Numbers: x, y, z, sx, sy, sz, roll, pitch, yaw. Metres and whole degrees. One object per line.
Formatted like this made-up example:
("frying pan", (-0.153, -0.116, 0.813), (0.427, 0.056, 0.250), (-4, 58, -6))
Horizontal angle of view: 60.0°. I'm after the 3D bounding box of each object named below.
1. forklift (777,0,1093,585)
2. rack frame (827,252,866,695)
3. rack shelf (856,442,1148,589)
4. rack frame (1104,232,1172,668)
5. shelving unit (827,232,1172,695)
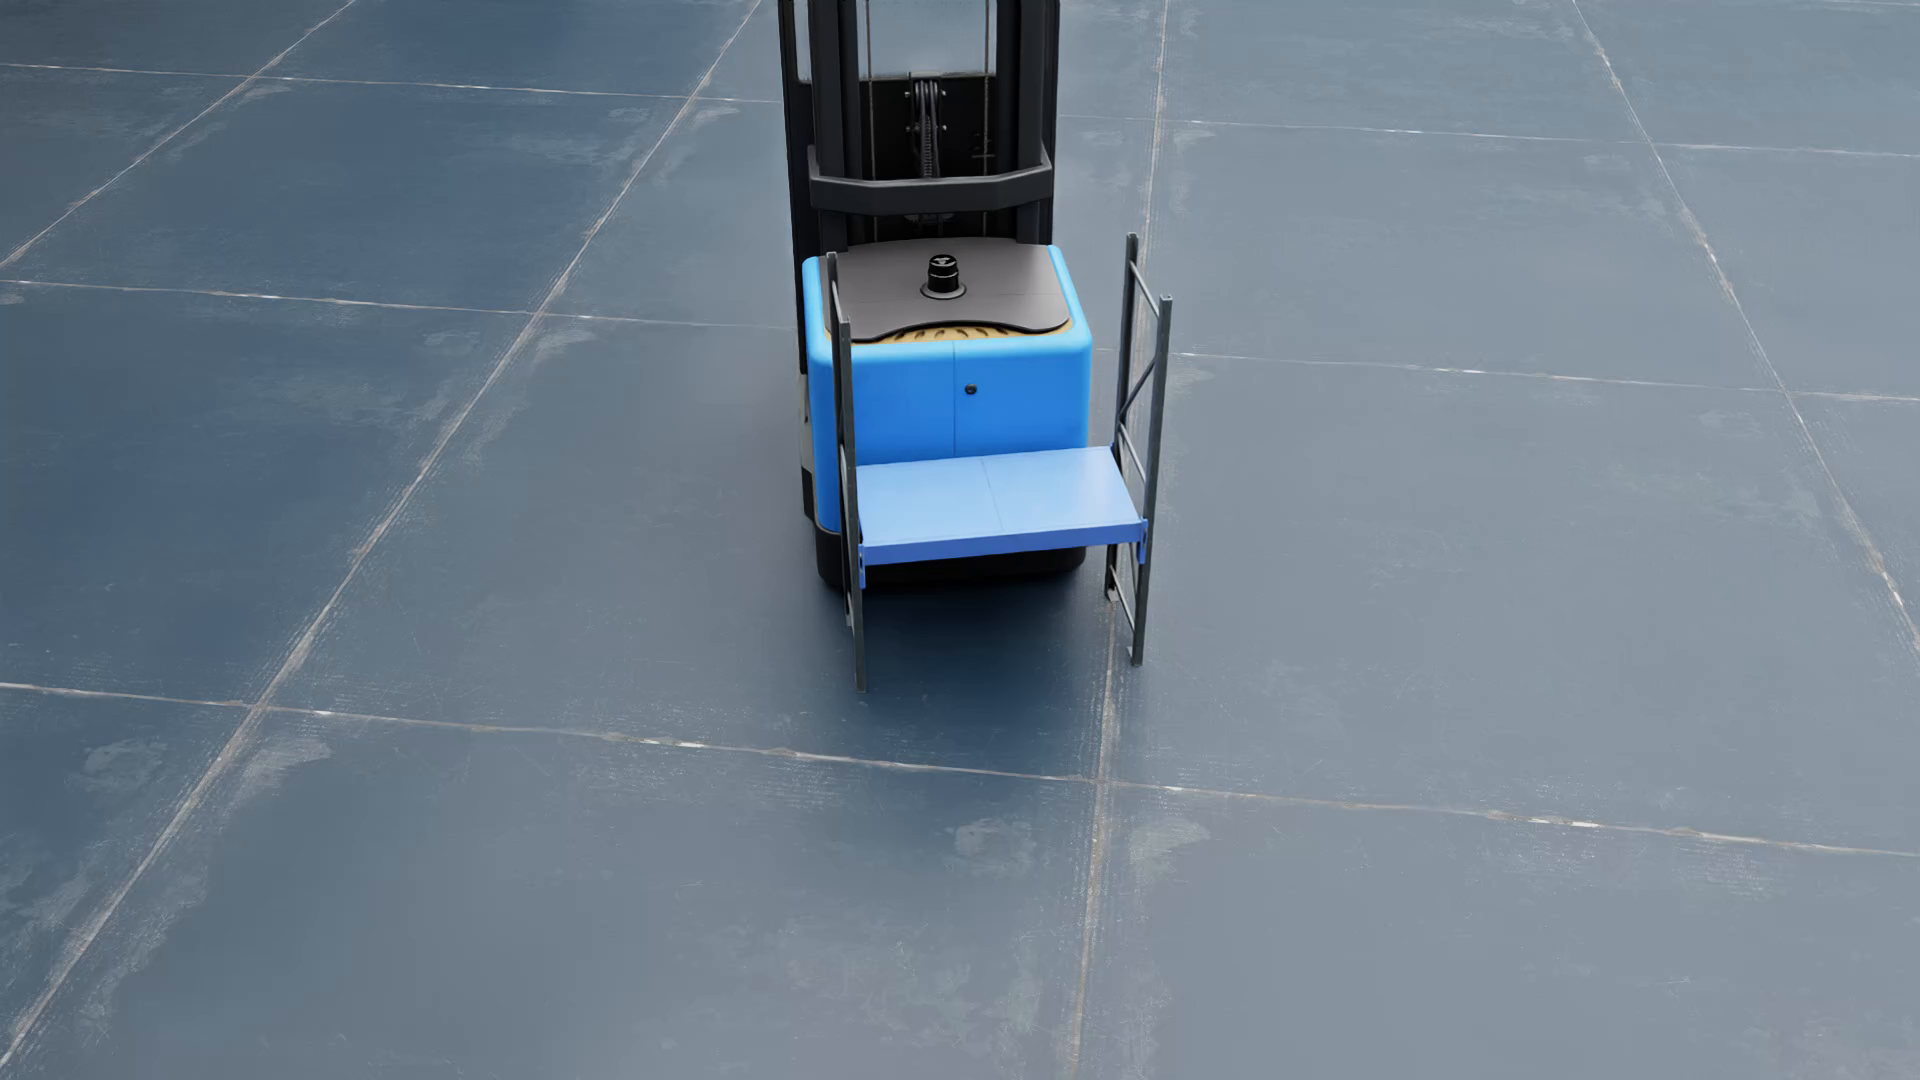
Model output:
("forklift", (-0.185, -1.861, 6.834), (1.130, 2.935, 3.031), (-4, 36, -5))
("rack frame", (-0.389, -0.199, 5.738), (0.032, 1.500, 0.500), (-5, 36, -7))
("rack shelf", (0.114, -0.097, 5.904), (1.000, 0.185, 0.538), (-5, 36, -7))
("rack frame", (0.616, -0.287, 5.861), (0.032, 1.500, 0.500), (-5, 36, -7))
("shelving unit", (0.114, -0.243, 5.799), (1.048, 1.500, 0.538), (-5, 36, -7))
